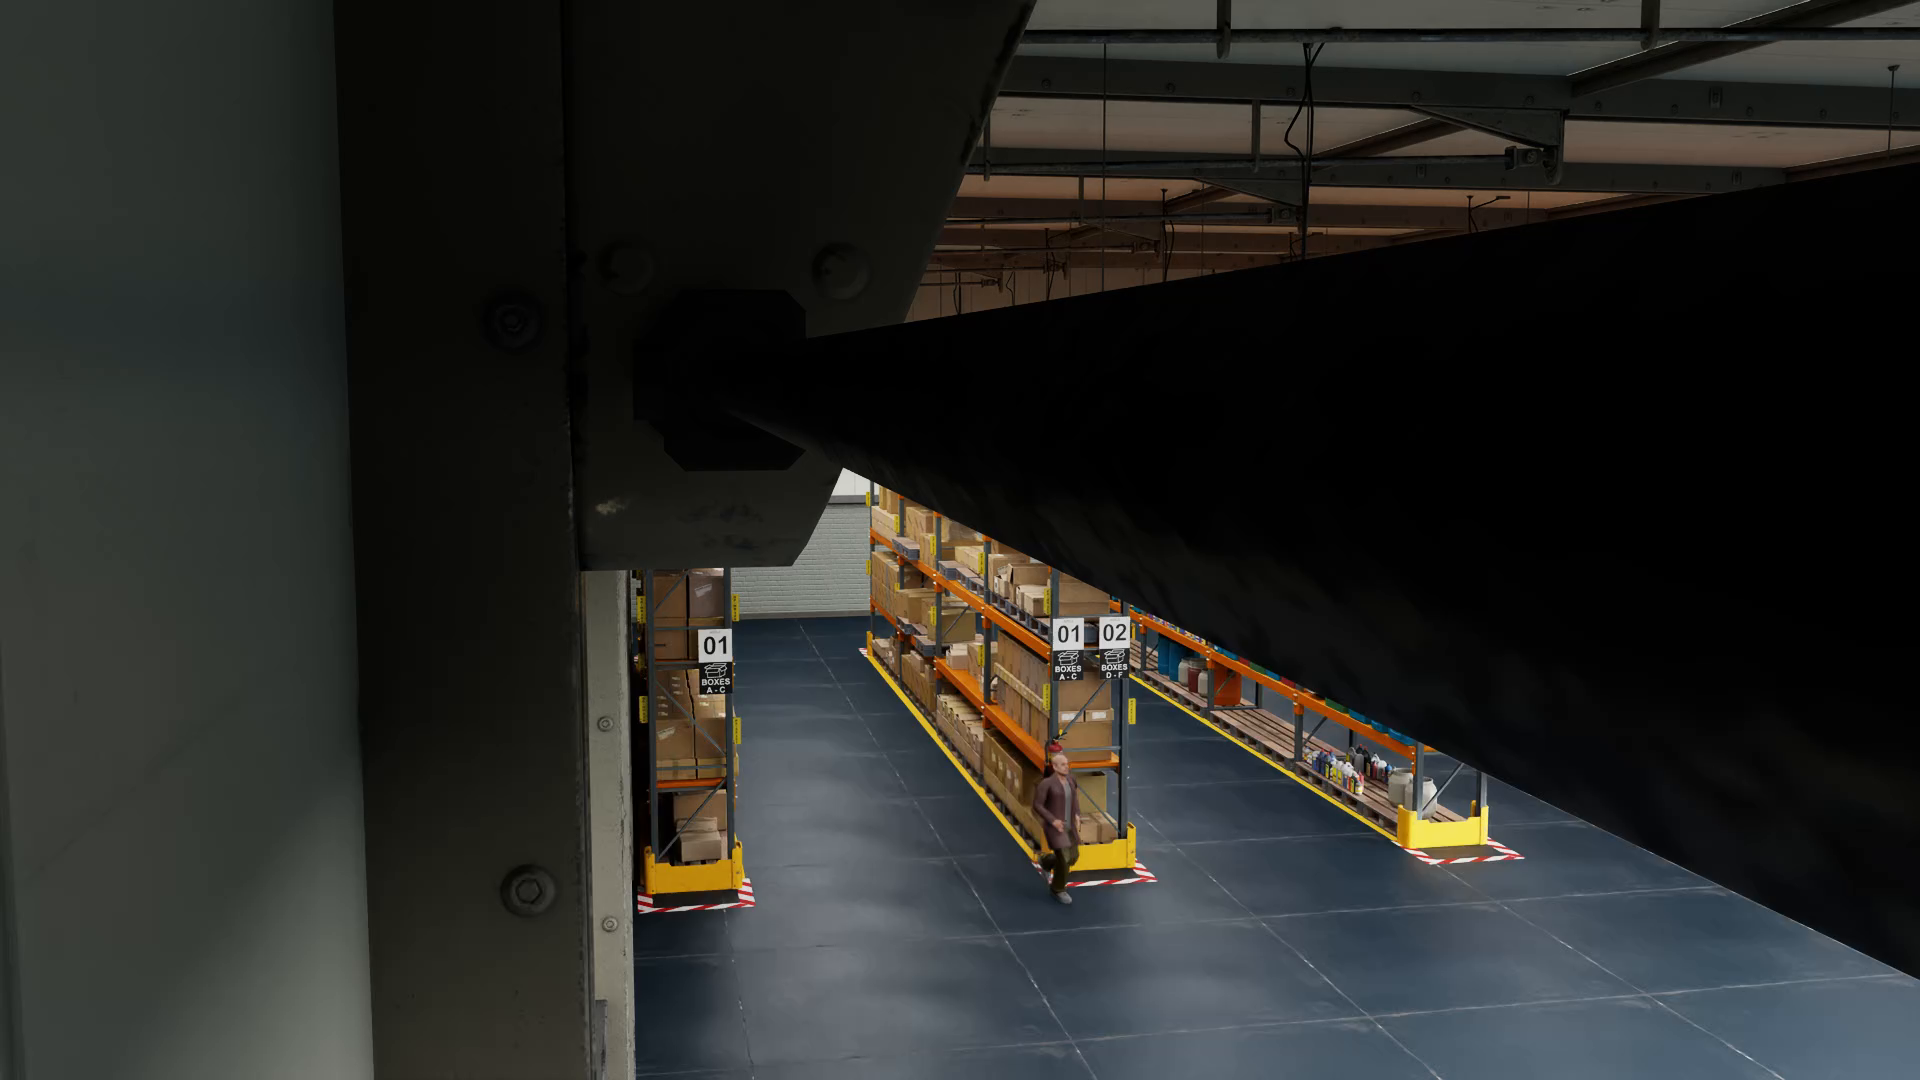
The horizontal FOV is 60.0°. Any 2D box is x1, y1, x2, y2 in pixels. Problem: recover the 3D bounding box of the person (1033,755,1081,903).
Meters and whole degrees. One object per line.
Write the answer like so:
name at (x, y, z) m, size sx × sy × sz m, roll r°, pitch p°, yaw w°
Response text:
person at (1.136, 3.410, 19.842) m, size 0.746 × 1.743 × 0.665 m, roll -6°, pitch 8°, yaw -44°
